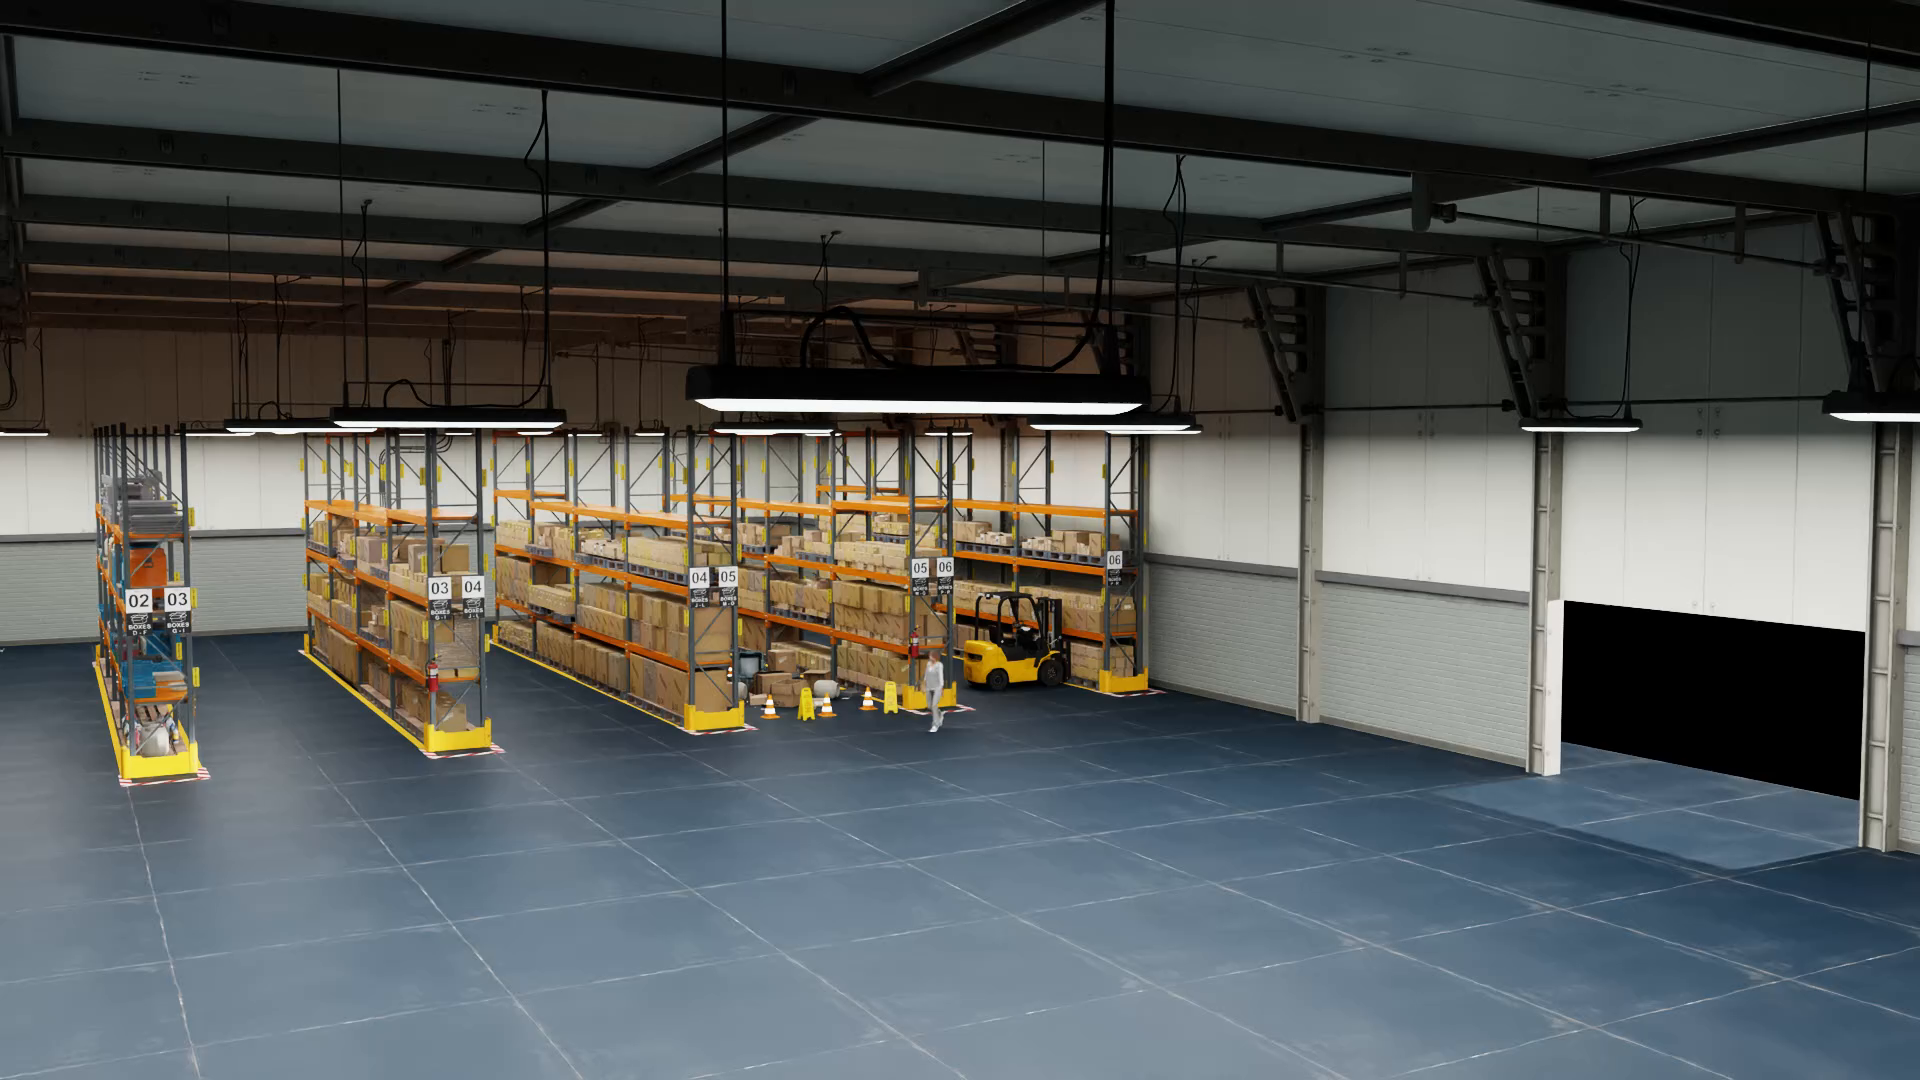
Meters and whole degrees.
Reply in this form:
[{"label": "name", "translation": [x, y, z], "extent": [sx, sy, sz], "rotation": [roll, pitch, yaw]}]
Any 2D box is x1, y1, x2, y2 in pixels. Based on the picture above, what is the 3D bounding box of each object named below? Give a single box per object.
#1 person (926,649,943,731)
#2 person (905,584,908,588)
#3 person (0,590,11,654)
[{"label": "person", "translation": [-0.490, 2.943, 32.665], "extent": [0.358, 1.627, 0.450], "rotation": [-1, 4, -16]}, {"label": "person", "translation": [-1.440, 1.890, 43.954], "extent": [0.667, 1.783, 0.437], "rotation": [0, 3, -5]}, {"label": "person", "translation": [-25.598, 2.185, 44.287], "extent": [0.469, 1.752, 0.556], "rotation": [-1, 3, -9]}]
